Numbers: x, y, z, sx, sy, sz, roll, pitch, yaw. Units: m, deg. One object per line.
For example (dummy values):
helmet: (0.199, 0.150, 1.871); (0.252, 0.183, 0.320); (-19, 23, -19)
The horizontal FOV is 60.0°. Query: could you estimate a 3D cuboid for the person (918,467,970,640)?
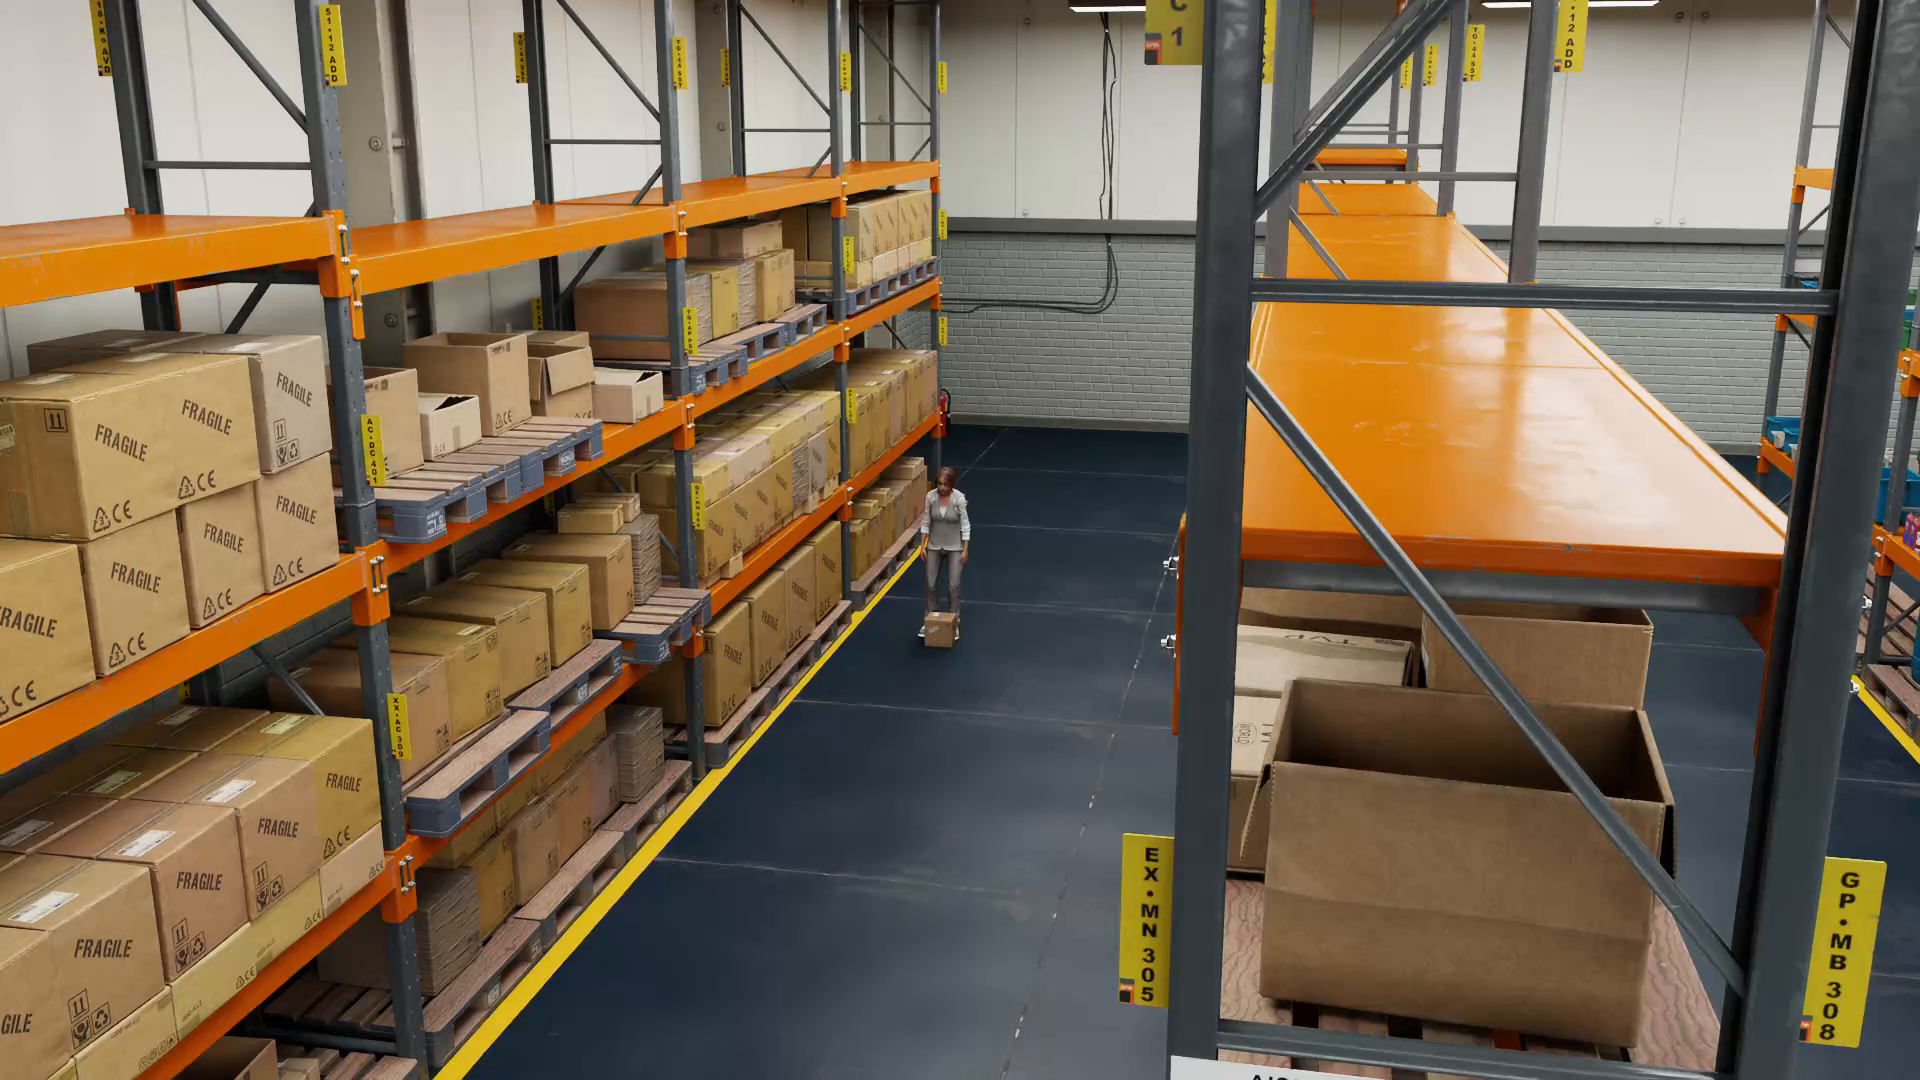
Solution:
person: (-0.140, 0.108, 15.136); (0.459, 1.591, 0.371); (3, 15, 11)
